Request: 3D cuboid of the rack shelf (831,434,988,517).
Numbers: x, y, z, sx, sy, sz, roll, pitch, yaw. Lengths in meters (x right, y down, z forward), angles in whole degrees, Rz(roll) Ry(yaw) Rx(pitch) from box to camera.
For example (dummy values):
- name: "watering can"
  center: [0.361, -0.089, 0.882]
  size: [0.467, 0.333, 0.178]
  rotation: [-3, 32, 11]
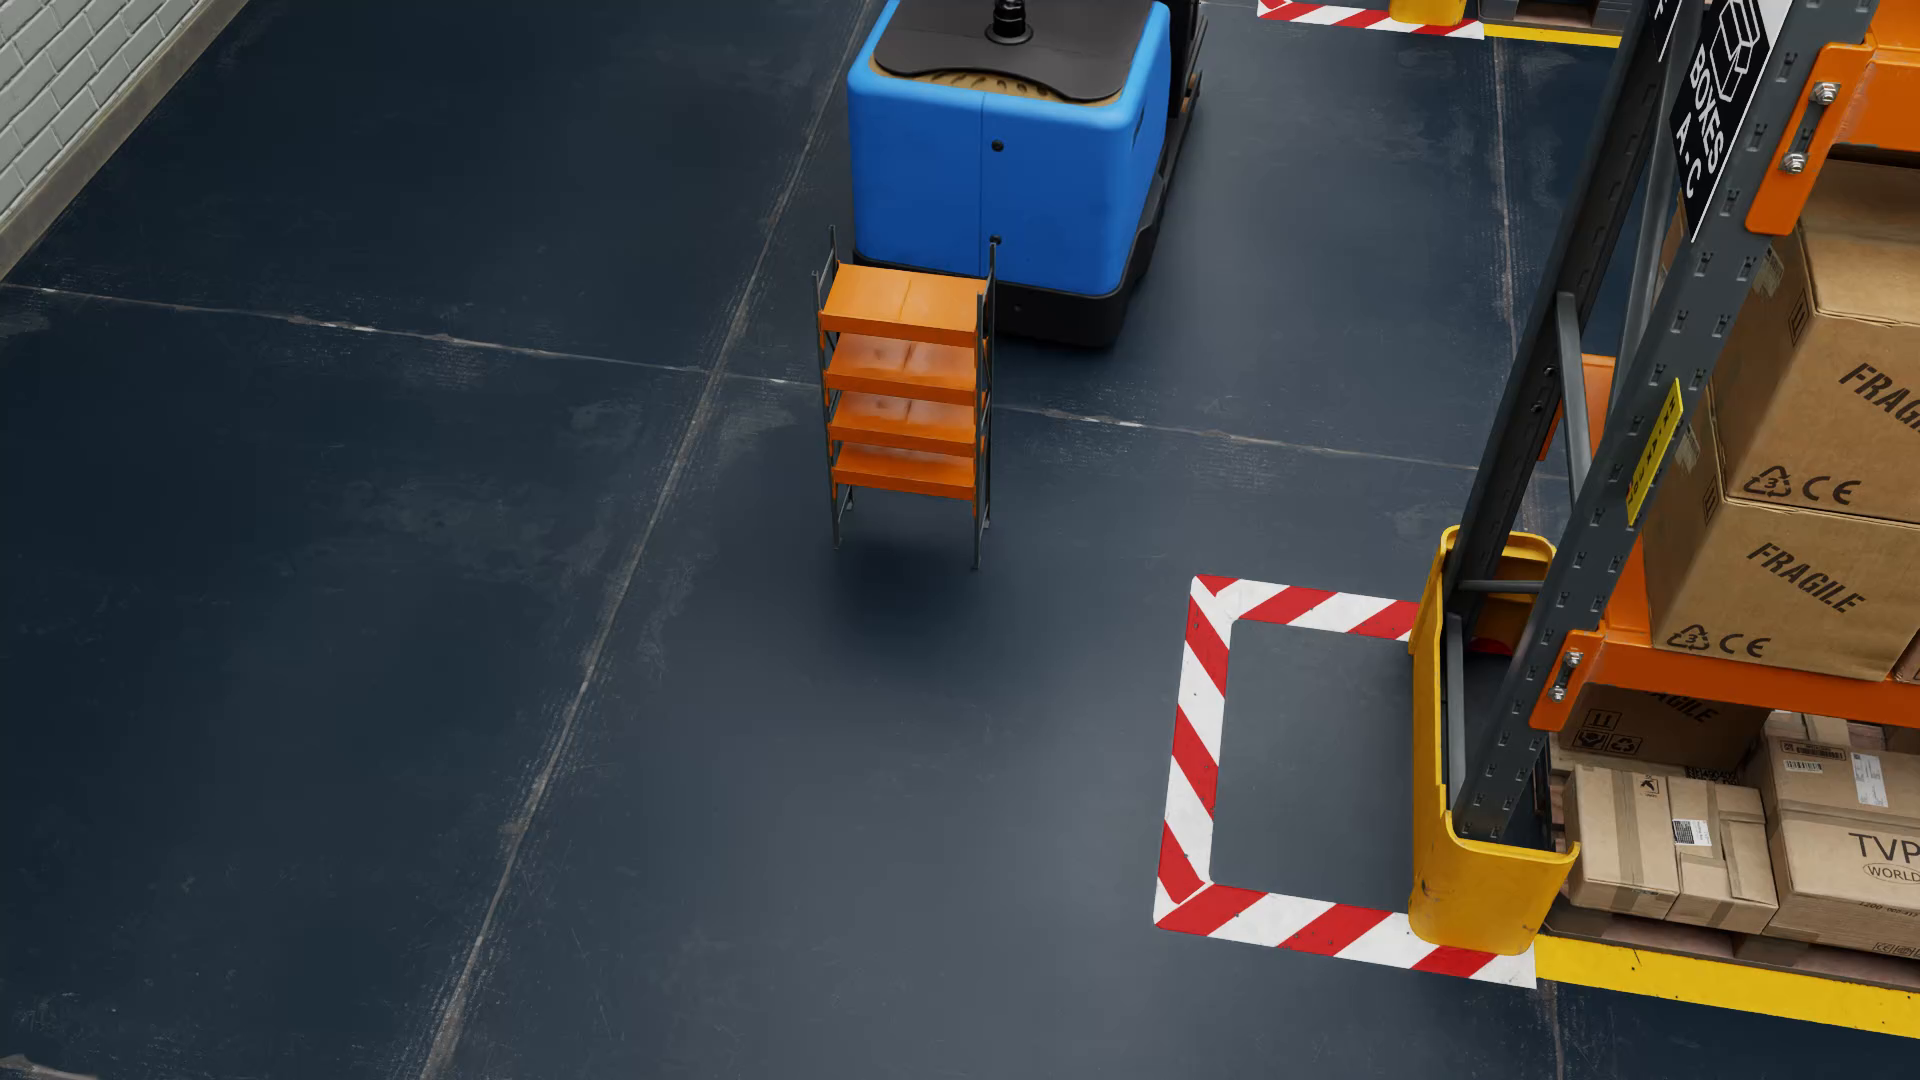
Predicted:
- name: "rack shelf"
  center: [-0.163, -0.245, 5.521]
  size: [0.480, 0.148, 0.258]
  rotation: [8, 49, 7]

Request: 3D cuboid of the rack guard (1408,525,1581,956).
- name: "rack guard"
  center: [1.549, 0.564, 4.907]
  size: [0.348, 0.500, 1.175]
  rotation: [8, 49, 7]

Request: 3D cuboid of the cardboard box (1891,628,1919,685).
- name: "cardboard box"
  center: [2.373, 0.002, 3.665]
  size: [0.500, 0.500, 0.500]
  rotation: [7, 48, 6]

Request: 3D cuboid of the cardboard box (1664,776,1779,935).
- name: "cardboard box"
  center: [2.071, 0.859, 4.571]
  size: [0.250, 0.166, 0.380]
  rotation: [8, 49, 7]

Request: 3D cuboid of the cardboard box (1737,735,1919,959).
- name: "cardboard box"
  center: [2.451, 0.837, 4.534]
  size: [0.500, 0.250, 0.500]
  rotation: [8, 49, 7]

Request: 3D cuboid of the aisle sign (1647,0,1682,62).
- name: "aisle sign"
  center: [1.462, -1.383, 3.229]
  size: [0.004, 0.787, 0.394]
  rotation: [8, 49, 7]

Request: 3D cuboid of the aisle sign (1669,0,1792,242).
- name: "aisle sign"
  center: [1.355, -0.944, 2.834]
  size: [0.004, 0.787, 0.394]
  rotation: [8, 49, 7]

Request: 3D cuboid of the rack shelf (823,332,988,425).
- name: "rack shelf"
  center: [-0.163, -0.527, 5.207]
  size: [0.480, 0.148, 0.258]
  rotation: [8, 49, 7]

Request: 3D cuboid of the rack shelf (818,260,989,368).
- name: "rack shelf"
  center: [-0.163, -0.686, 5.031]
  size: [0.480, 0.148, 0.258]
  rotation: [8, 49, 7]

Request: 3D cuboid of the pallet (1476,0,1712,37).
- name: "pallet"
  center: [3.164, -2.837, 8.157]
  size: [1.213, 0.211, 1.003]
  rotation: [8, 49, 7]

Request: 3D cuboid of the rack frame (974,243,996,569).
- name: "rack frame"
  center: [0.077, -0.391, 5.294]
  size: [0.015, 1.200, 0.240]
  rotation: [8, 49, 7]

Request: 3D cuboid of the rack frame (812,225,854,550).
- name: "rack frame"
  center: [-0.403, -0.455, 5.352]
  size: [0.015, 1.200, 0.240]
  rotation: [8, 49, 7]

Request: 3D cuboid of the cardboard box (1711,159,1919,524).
- name: "cardboard box"
  center: [1.864, -0.397, 3.351]
  size: [0.500, 0.500, 0.500]
  rotation: [9, 49, 8]

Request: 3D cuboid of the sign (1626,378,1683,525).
- name: "sign"
  center: [1.378, -0.173, 3.307]
  size: [0.005, 0.325, 0.100]
  rotation: [8, 49, 7]

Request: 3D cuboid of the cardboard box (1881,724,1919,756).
- name: "cardboard box"
  center: [2.983, 0.530, 4.810]
  size: [0.500, 0.250, 0.500]
  rotation: [8, 49, 7]

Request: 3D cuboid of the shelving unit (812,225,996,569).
- name: "shelving unit"
  center: [-0.163, -0.423, 5.323]
  size: [0.503, 1.200, 0.258]
  rotation: [8, 49, 7]

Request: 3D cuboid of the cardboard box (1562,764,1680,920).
- name: "cardboard box"
  center: [1.825, 0.832, 4.607]
  size: [0.250, 0.149, 0.380]
  rotation: [8, 49, 7]

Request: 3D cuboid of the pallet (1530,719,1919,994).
- name: "pallet"
  center: [2.334, 0.766, 4.920]
  size: [1.213, 0.211, 1.003]
  rotation: [8, 49, 7]

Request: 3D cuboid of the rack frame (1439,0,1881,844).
- name: "rack frame"
  center: [1.474, -0.281, 3.986]
  size: [0.127, 3.000, 1.000]
  rotation: [8, 49, 7]

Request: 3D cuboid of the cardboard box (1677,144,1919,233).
- name: "cardboard box"
  center: [1.961, -0.791, 3.705]
  size: [0.500, 0.500, 0.500]
  rotation: [7, 48, 6]

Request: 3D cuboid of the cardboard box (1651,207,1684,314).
- name: "cardboard box"
  center: [1.963, -0.454, 4.075]
  size: [0.500, 0.500, 0.500]
  rotation: [9, 49, 8]

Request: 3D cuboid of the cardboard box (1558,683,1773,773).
- name: "cardboard box"
  center: [2.053, 0.299, 4.849]
  size: [0.500, 0.500, 0.500]
  rotation: [8, 49, 7]

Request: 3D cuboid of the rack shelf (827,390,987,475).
- name: "rack shelf"
  center: [-0.163, -0.378, 5.373]
  size: [0.480, 0.148, 0.258]
  rotation: [8, 49, 7]

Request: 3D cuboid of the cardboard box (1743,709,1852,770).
- name: "cardboard box"
  center: [2.436, 0.530, 4.866]
  size: [0.250, 0.166, 0.380]
  rotation: [8, 49, 7]

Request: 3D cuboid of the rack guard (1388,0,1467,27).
- name: "rack guard"
  center: [2.333, -3.064, 8.167]
  size: [0.348, 0.500, 1.175]
  rotation: [8, 49, 7]

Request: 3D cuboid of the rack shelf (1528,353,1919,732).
- name: "rack shelf"
  center: [3.442, 0.224, 4.016]
  size: [4.000, 0.370, 1.077]
  rotation: [8, 49, 7]

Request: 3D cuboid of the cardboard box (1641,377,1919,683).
- name: "cardboard box"
  center: [1.864, -0.063, 3.723]
  size: [0.500, 0.500, 0.500]
  rotation: [9, 49, 8]

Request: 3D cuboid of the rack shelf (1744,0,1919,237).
- name: "rack shelf"
  center: [3.442, -0.779, 2.900]
  size: [4.000, 0.370, 1.077]
  rotation: [8, 49, 7]

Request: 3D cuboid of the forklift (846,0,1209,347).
- name: "forklift"
  center: [0.458, -2.834, 6.326]
  size: [1.130, 2.935, 3.031]
  rotation: [11, 49, 10]
